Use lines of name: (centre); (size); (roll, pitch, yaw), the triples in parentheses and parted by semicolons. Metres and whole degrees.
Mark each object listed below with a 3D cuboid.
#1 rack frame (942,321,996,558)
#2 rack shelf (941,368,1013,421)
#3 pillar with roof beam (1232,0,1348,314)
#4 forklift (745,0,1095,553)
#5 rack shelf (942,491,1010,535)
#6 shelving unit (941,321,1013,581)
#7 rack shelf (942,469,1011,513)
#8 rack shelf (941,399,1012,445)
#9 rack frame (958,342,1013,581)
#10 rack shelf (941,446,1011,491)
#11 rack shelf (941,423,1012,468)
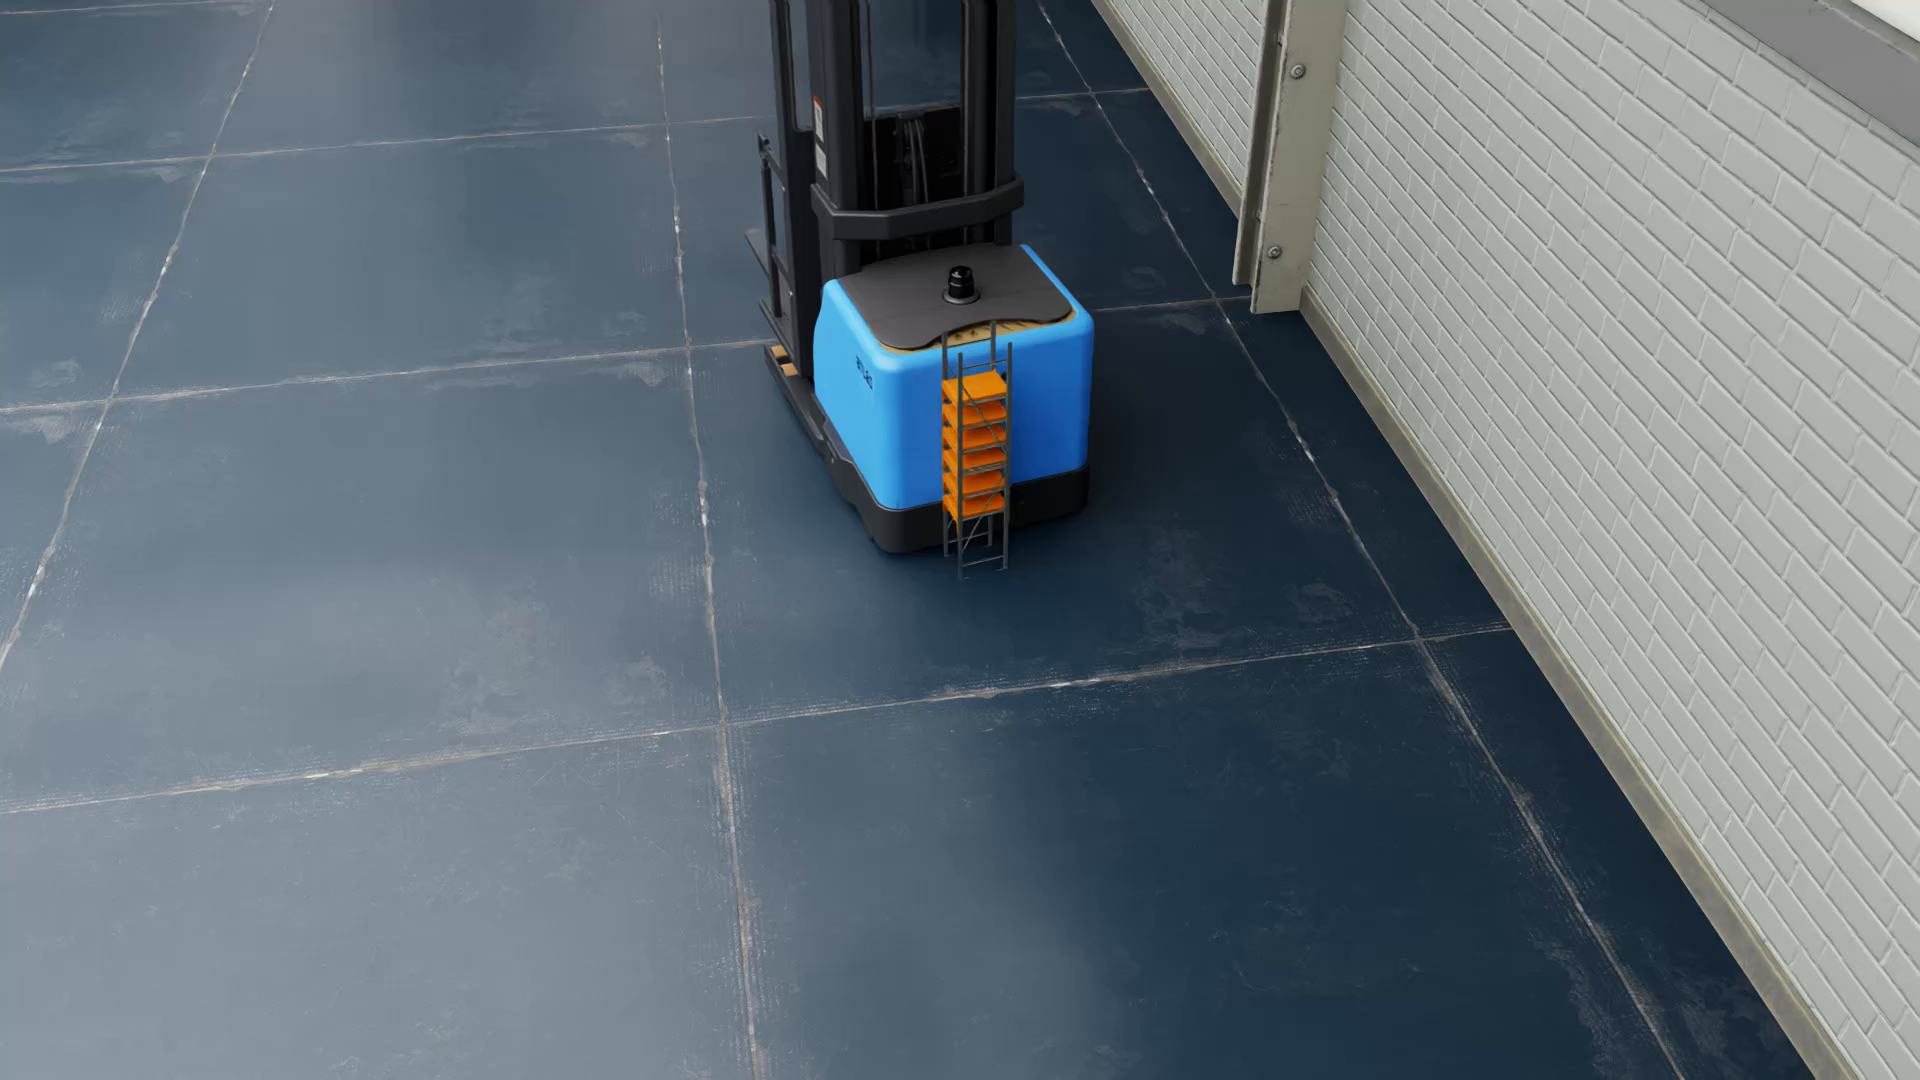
rack frame: (0.038, -0.420, 7.313); (0.240, 1.200, 0.006); (-13, 40, -17)
rack shelf: (0.070, -0.617, 7.052); (0.258, 0.103, 0.180); (-13, 40, -17)
pillar with roof beam: (-2.467, -4.504, 6.212); (9.100, 9.000, 0.400); (-6, 38, -8)
forklift: (-0.397, -2.002, 7.939); (1.130, 2.935, 3.031); (-13, 40, -16)
rack shelf: (0.070, -0.143, 7.420); (0.258, 0.103, 0.180); (-13, 40, -17)
shelving unit: (0.070, -0.368, 7.245); (0.258, 1.200, 0.189); (-13, 40, -17)
rack shelf: (0.070, -0.238, 7.346); (0.258, 0.103, 0.180); (-13, 40, -17)
rack shelf: (0.070, -0.522, 7.125); (0.258, 0.103, 0.180); (-13, 40, -17)
rack frame: (0.103, -0.315, 7.178); (0.240, 1.200, 0.006); (-13, 40, -17)
rack shelf: (0.070, -0.333, 7.272); (0.258, 0.103, 0.180); (-13, 40, -17)
rack shelf: (0.070, -0.427, 7.199); (0.258, 0.103, 0.180); (-13, 40, -17)
